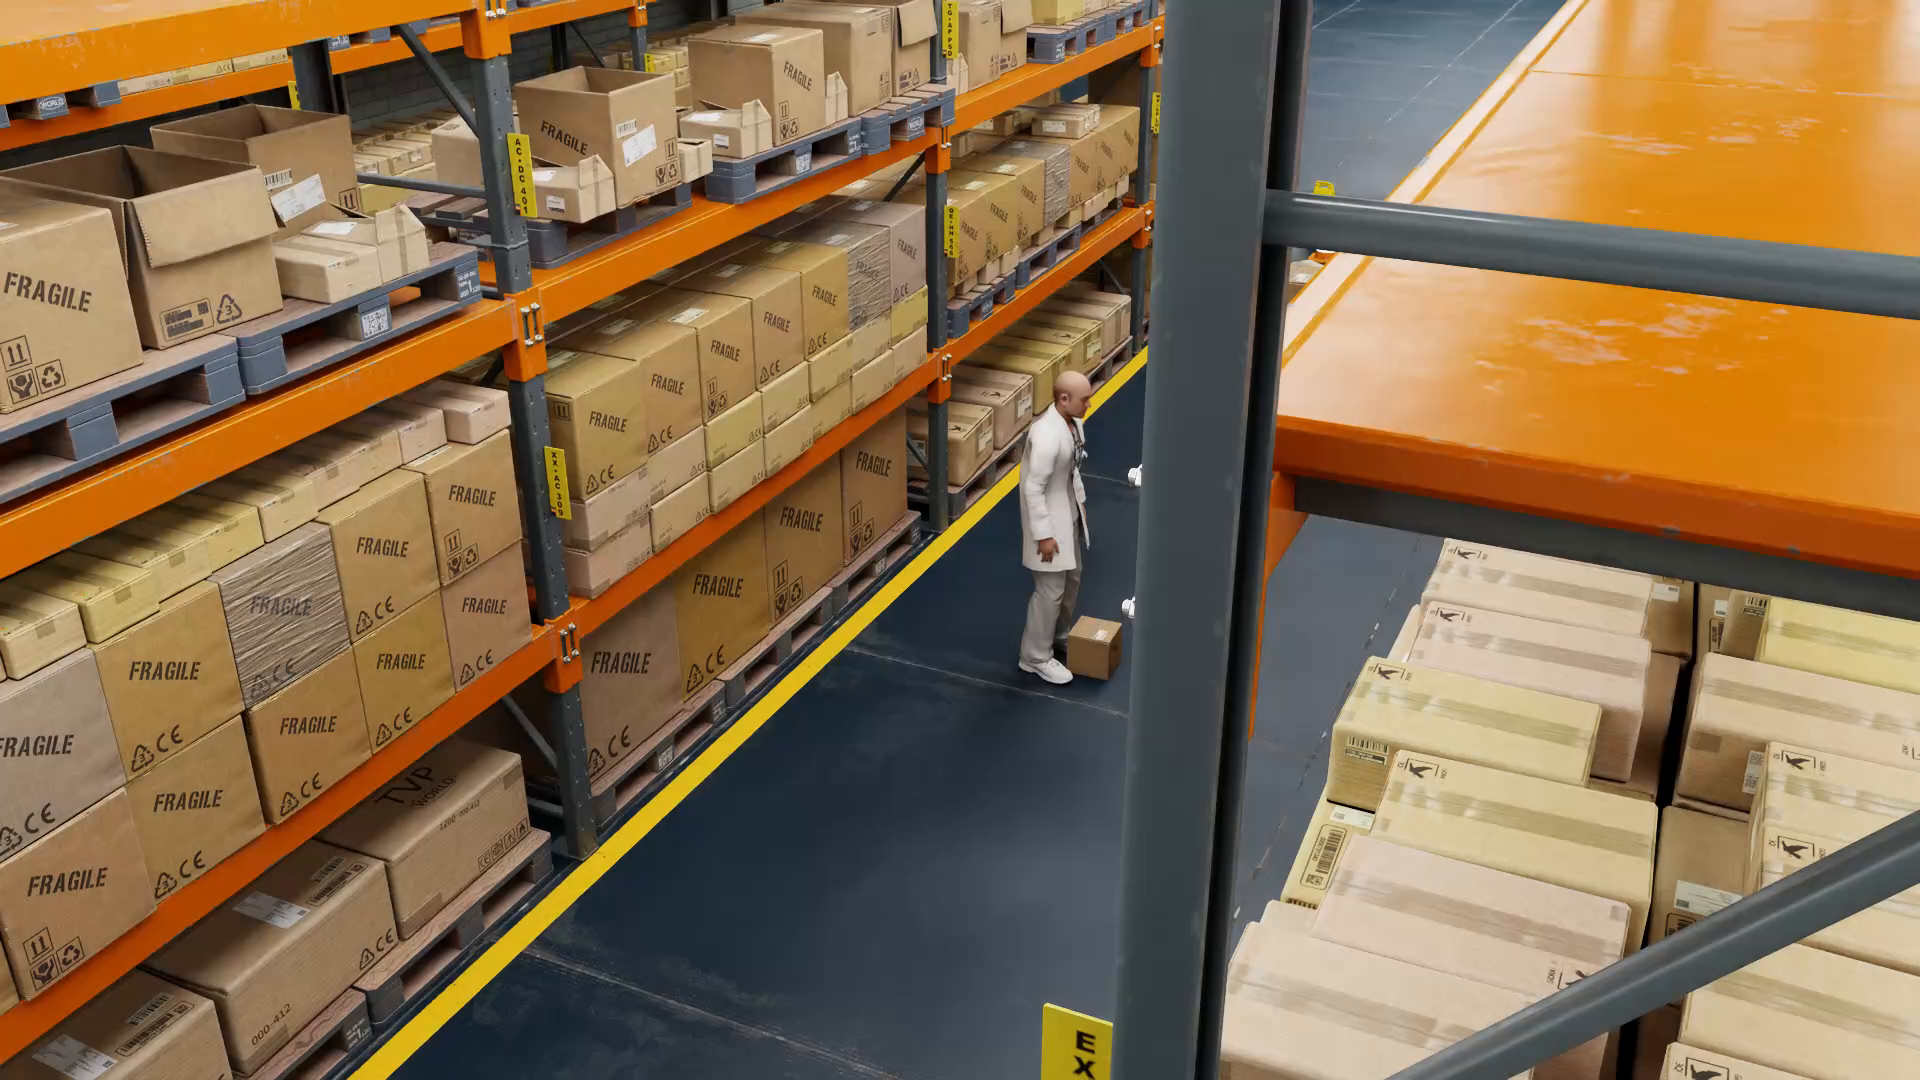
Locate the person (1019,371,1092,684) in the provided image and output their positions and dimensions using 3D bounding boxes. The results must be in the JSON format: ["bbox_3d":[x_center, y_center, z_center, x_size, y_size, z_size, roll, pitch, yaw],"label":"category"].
[{"bbox_3d":[0.548,-0.093,9.360,0.418,1.740,0.646,11,28,21],"label":"person"}]
